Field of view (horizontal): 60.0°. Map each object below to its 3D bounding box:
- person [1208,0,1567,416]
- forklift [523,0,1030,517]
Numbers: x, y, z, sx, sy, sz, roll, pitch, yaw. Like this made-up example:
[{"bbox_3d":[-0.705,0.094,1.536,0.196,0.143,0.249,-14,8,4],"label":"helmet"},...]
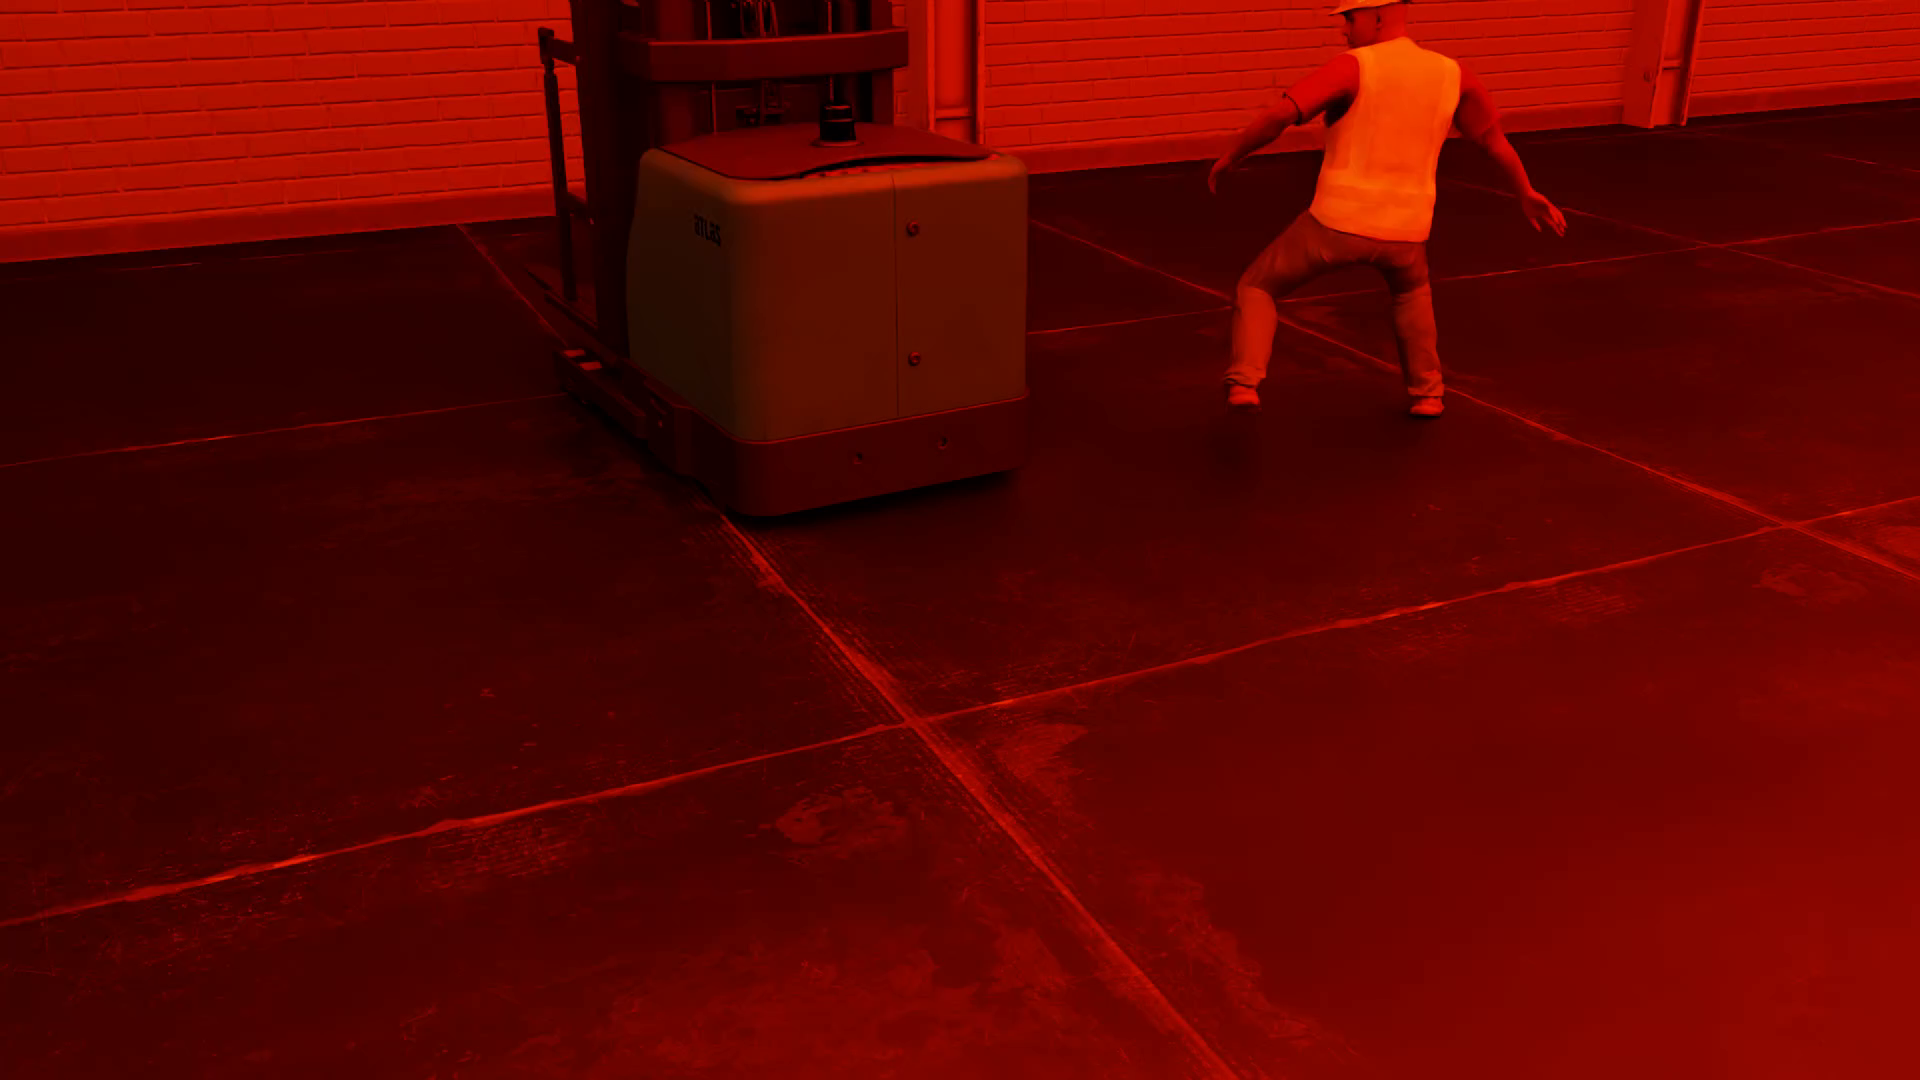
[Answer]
[{"bbox_3d":[1.488,-1.140,5.854,1.227,1.665,0.533,-4,23,-9],"label":"person"},{"bbox_3d":[-0.933,-1.947,5.973,1.130,2.935,3.031,-12,26,-27],"label":"forklift"}]
